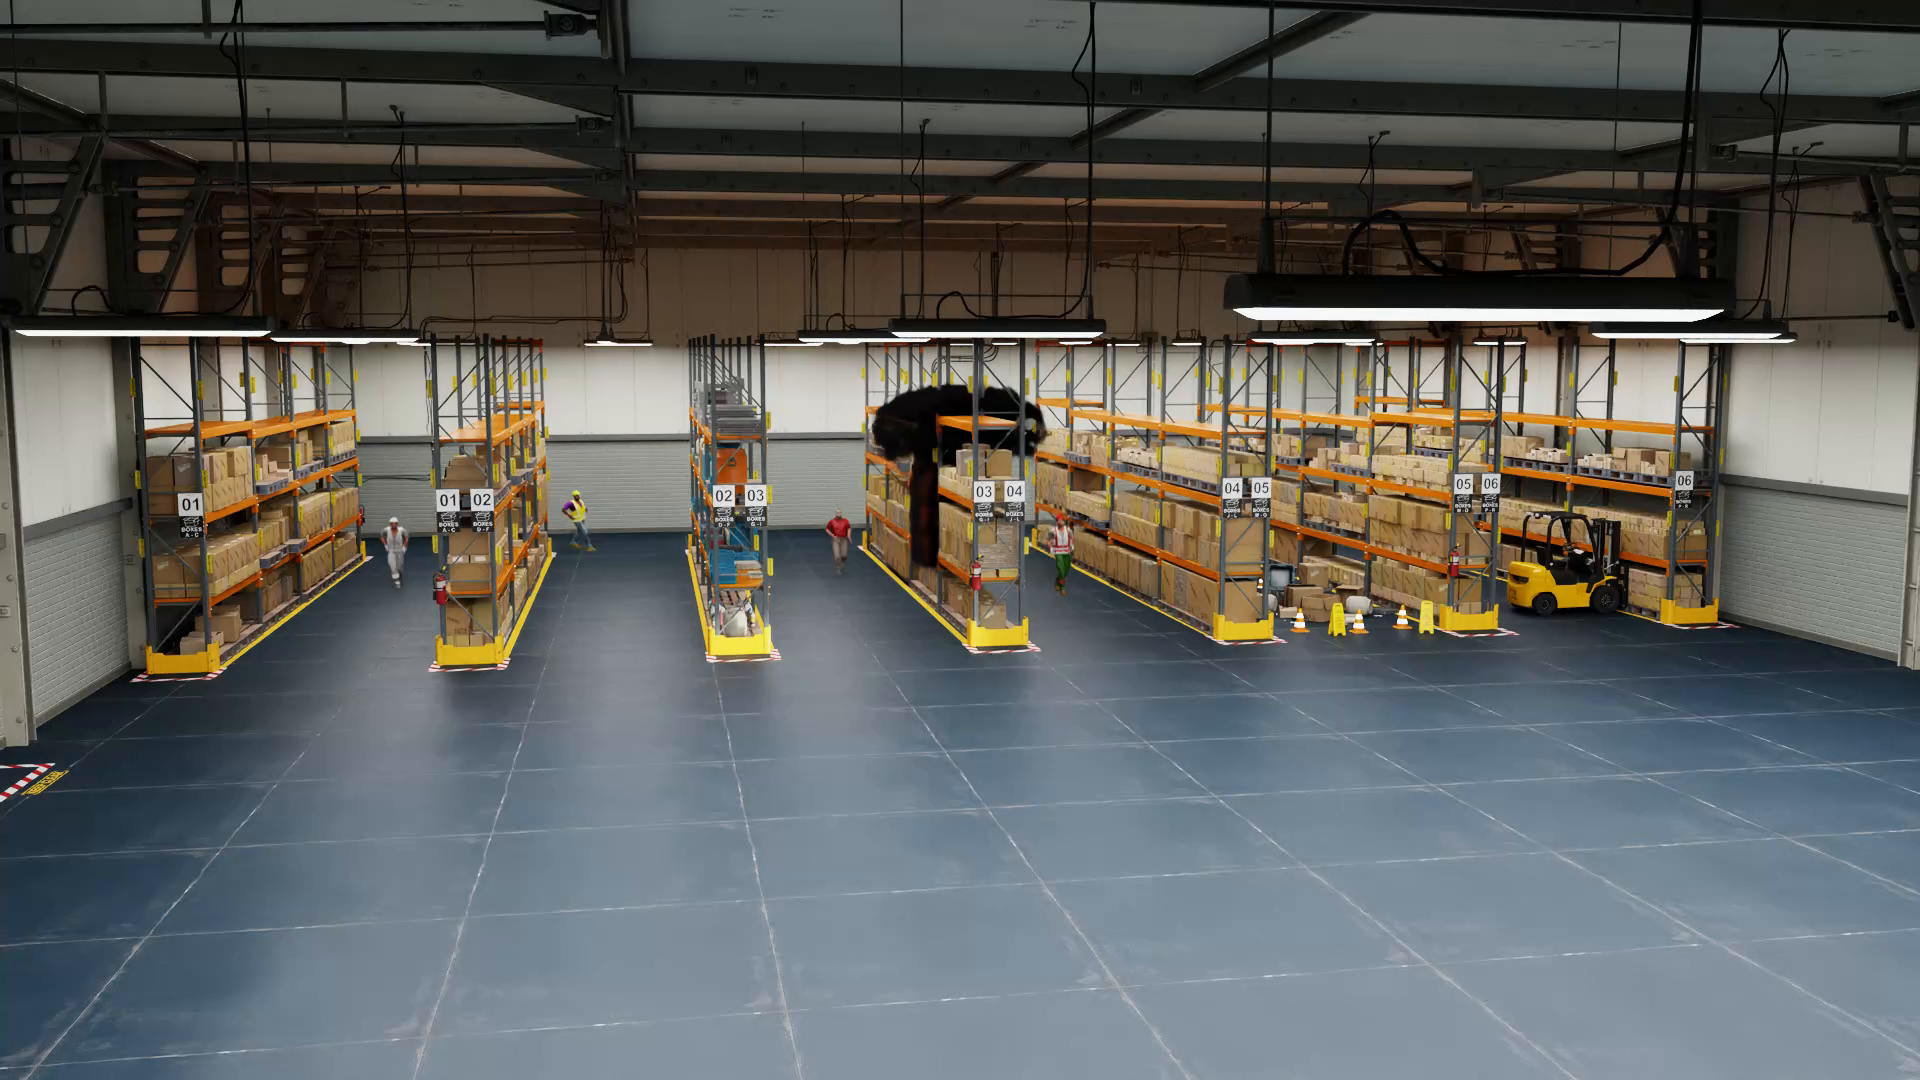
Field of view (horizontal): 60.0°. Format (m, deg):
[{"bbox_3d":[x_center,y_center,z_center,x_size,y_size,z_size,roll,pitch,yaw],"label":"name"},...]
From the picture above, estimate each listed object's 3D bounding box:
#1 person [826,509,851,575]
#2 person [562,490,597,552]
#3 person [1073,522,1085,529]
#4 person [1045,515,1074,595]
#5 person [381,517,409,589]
[{"bbox_3d":[-3.069,0.053,42.311,0.664,1.685,0.599,-2,7,-13],"label":"person"},{"bbox_3d":[-10.815,-0.538,47.148,0.861,1.756,0.717,3,7,21],"label":"person"},{"bbox_3d":[3.591,-0.766,49.541,0.536,1.616,0.611,3,7,25],"label":"person"},{"bbox_3d":[2.253,0.318,37.072,0.650,1.777,0.649,-2,7,-17],"label":"person"},{"bbox_3d":[-13.613,0.287,40.100,0.632,1.731,0.896,-1,7,-13],"label":"person"}]
